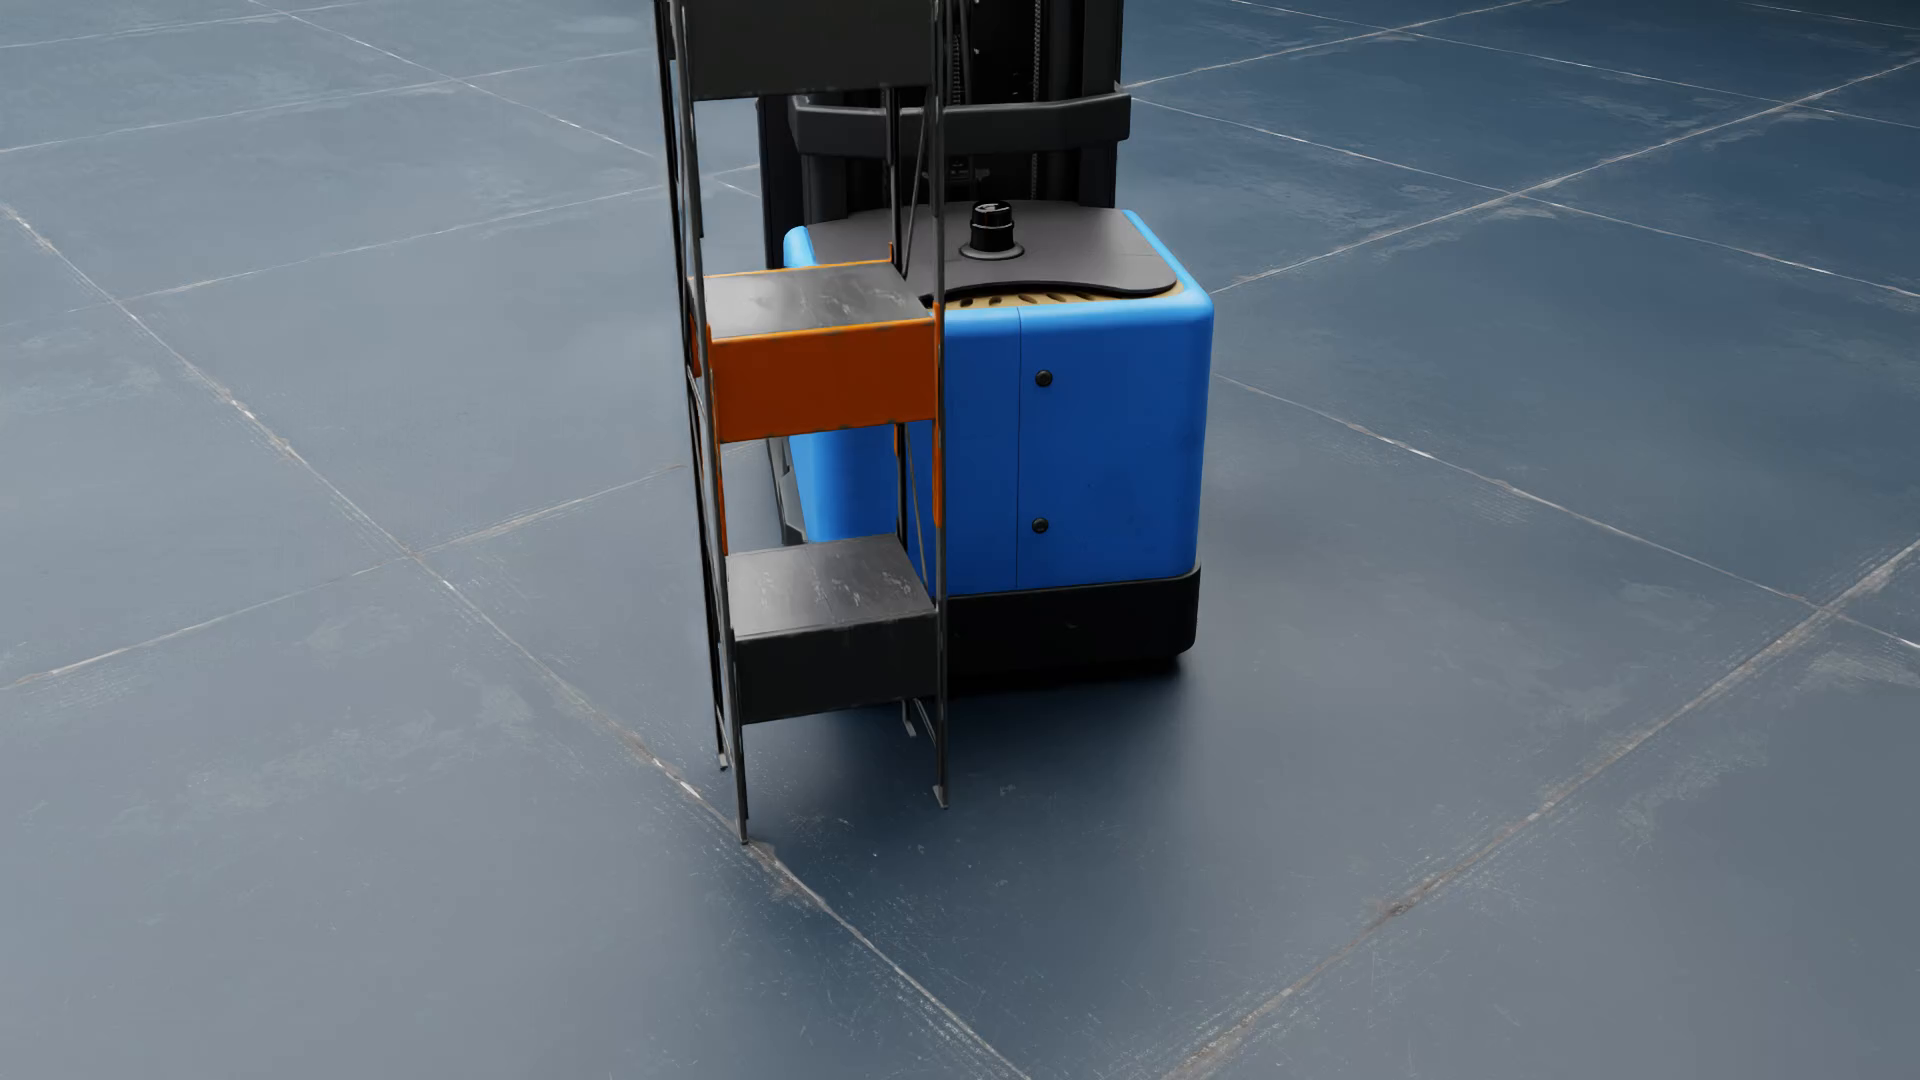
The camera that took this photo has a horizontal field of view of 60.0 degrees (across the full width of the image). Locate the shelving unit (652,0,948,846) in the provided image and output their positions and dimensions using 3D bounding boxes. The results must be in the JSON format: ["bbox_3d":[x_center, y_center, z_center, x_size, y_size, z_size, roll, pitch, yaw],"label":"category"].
[{"bbox_3d":[-0.326,-0.330,3.638,0.503,2.100,0.431,-8,29,-14],"label":"shelving unit"}]

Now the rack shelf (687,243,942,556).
[{"bbox_3d":[-0.326,-0.318,3.644,0.480,0.518,0.431,-8,29,-14],"label":"rack shelf"}]

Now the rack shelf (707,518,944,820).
[{"bbox_3d":[-0.325,0.298,3.976,0.480,0.518,0.431,-8,29,-14],"label":"rack shelf"}]

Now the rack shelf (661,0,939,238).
[{"bbox_3d":[-0.328,-0.935,3.313,0.480,0.518,0.431,-8,29,-14],"label":"rack shelf"}]

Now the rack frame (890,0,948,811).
[{"bbox_3d":[-0.091,-0.362,3.695,0.015,2.100,0.400,-8,29,-14],"label":"rack frame"}]

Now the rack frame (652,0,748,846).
[{"bbox_3d":[-0.561,-0.299,3.580,0.015,2.100,0.400,-8,29,-14],"label":"rack frame"}]

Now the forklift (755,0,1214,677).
[{"bbox_3d":[-0.105,-1.584,5.104,1.130,2.935,3.031,-5,28,-9],"label":"forklift"}]
